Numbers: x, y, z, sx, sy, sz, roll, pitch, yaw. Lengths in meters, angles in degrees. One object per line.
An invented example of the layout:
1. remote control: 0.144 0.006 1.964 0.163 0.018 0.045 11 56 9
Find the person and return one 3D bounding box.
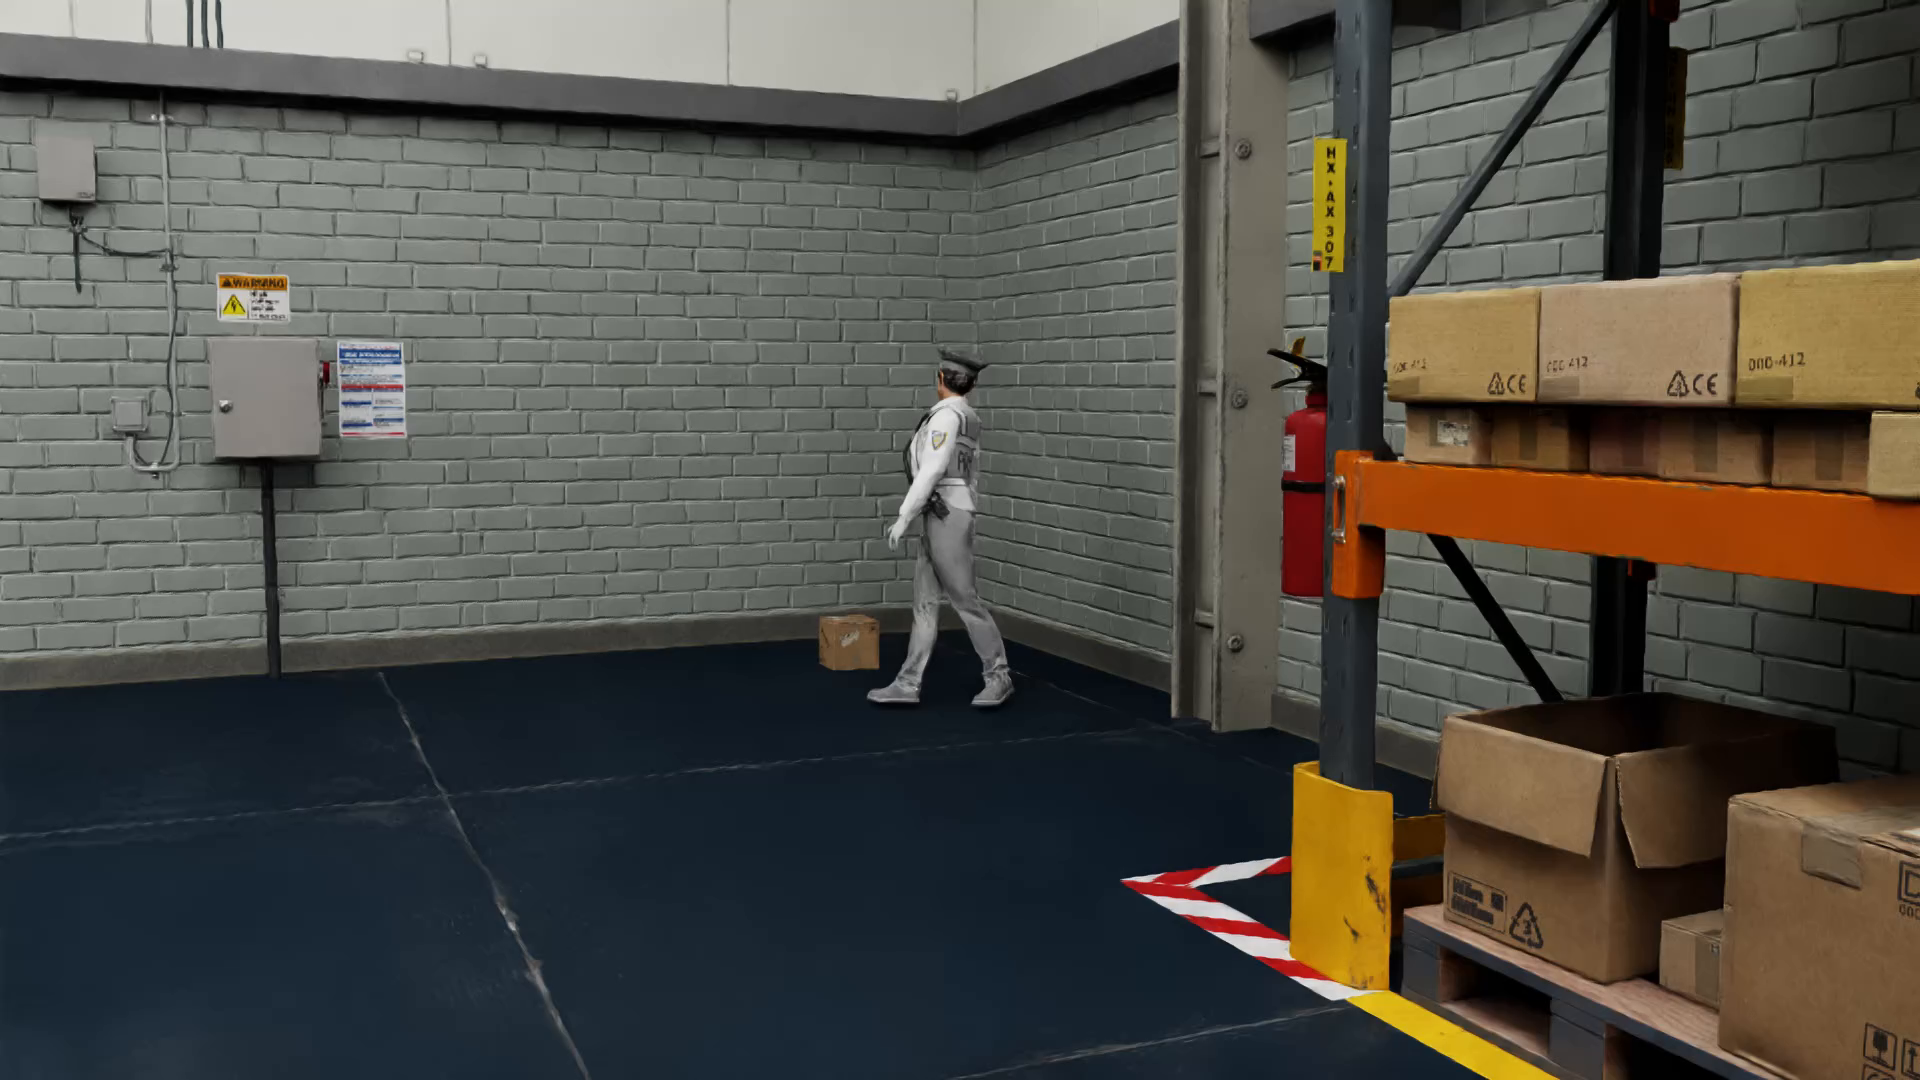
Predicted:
1. person: -0.092 -0.061 7.687 0.684 1.642 0.519 0 5 1
